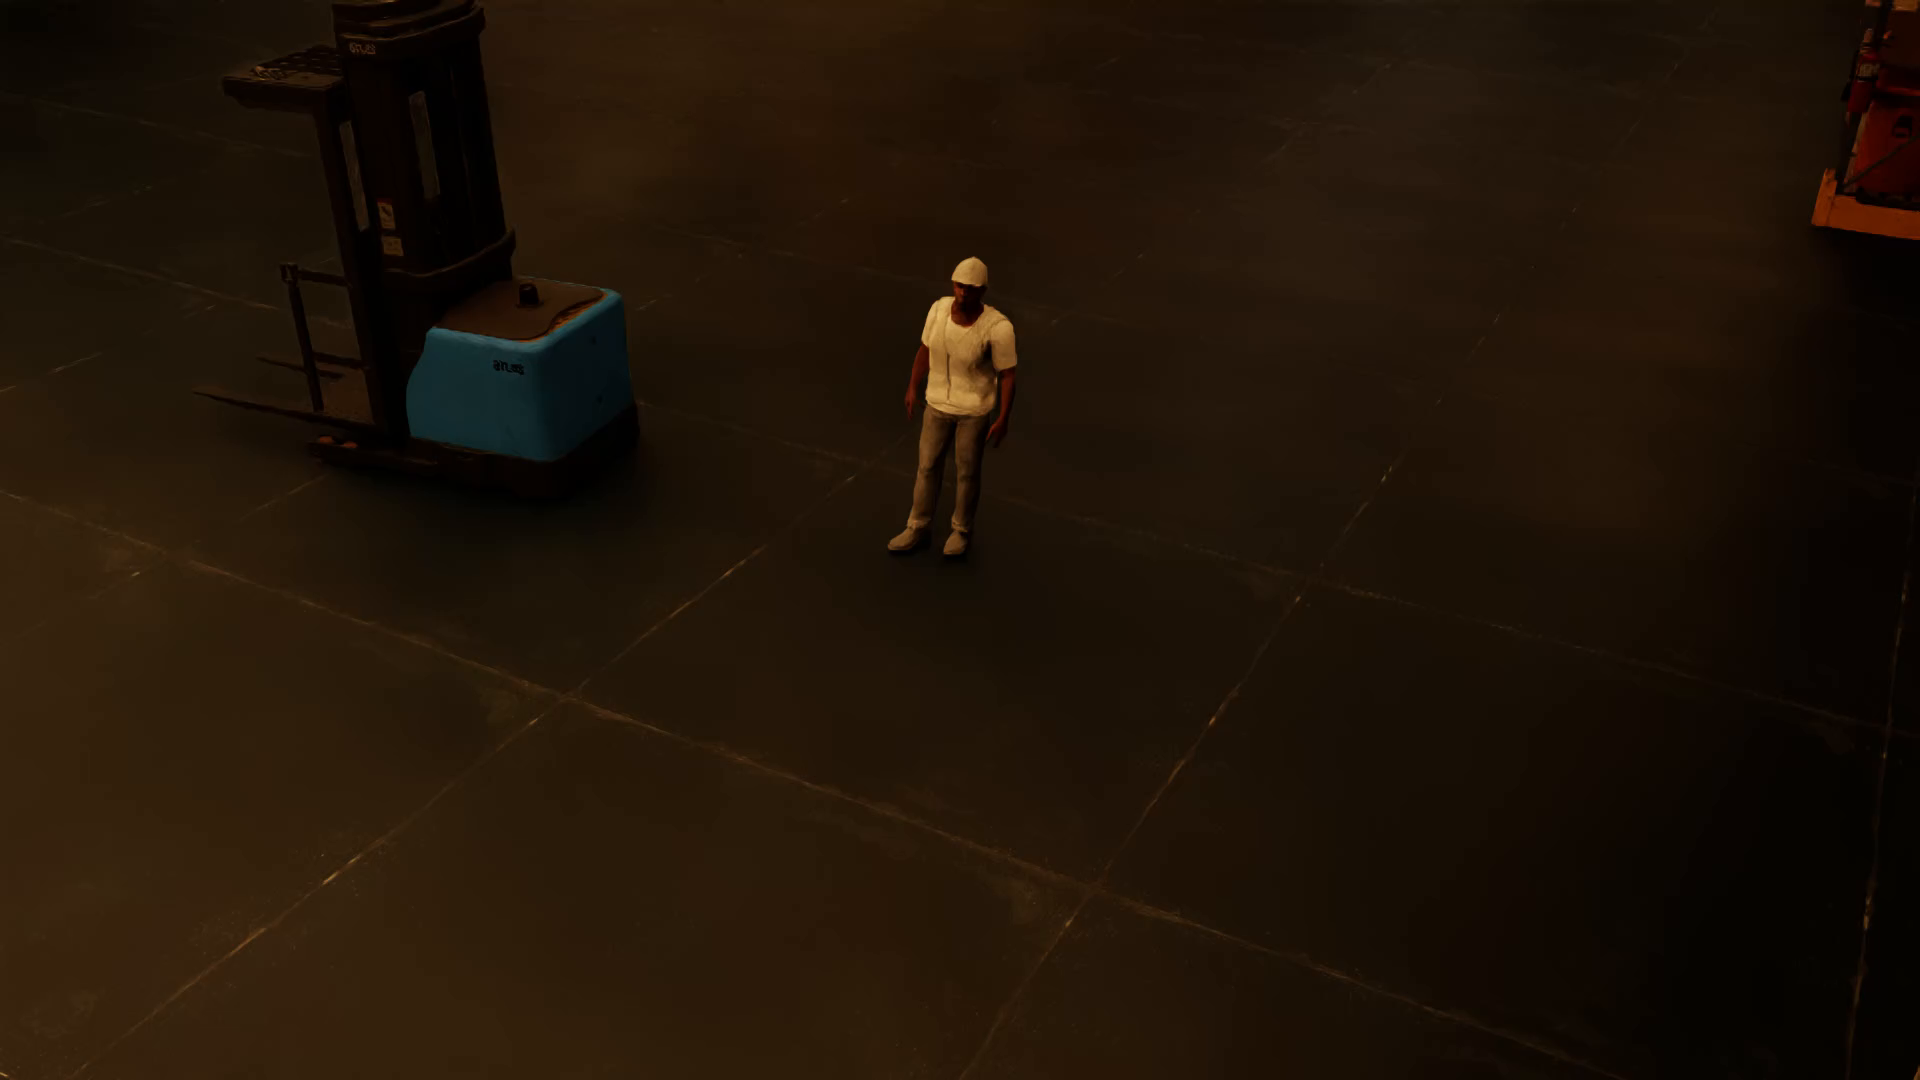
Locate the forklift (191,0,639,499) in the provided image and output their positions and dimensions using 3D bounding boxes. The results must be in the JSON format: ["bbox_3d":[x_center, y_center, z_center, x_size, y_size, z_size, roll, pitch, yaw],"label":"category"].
[{"bbox_3d":[-3.711,-1.980,10.502,3.031,2.935,1.130,11,32,18],"label":"forklift"}]

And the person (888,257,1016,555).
[{"bbox_3d":[-0.039,-0.742,9.507,0.665,1.766,0.576,15,33,25],"label":"person"}]
